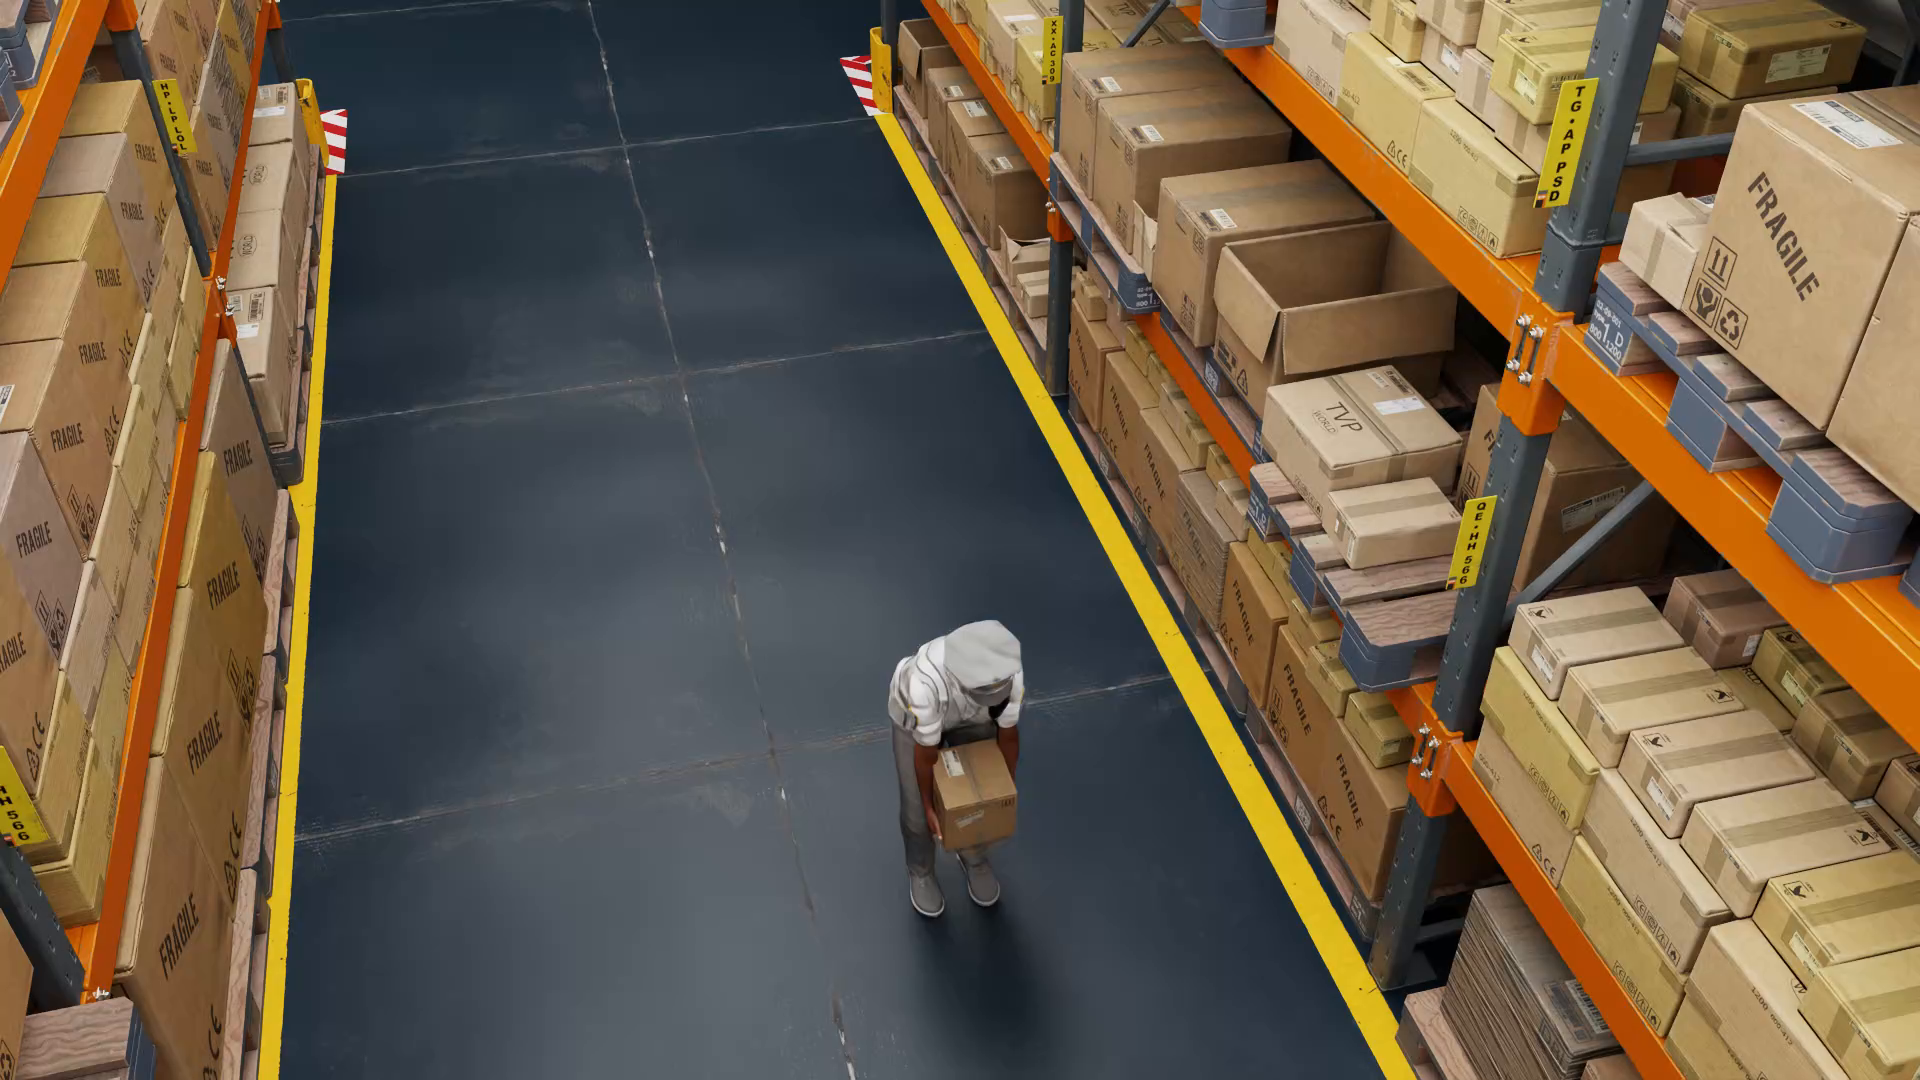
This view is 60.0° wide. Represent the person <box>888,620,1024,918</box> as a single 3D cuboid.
[{"bbox_3d":[0.000,0.780,5.857,0.408,1.514,0.717,-10,40,-13],"label":"person"}]
